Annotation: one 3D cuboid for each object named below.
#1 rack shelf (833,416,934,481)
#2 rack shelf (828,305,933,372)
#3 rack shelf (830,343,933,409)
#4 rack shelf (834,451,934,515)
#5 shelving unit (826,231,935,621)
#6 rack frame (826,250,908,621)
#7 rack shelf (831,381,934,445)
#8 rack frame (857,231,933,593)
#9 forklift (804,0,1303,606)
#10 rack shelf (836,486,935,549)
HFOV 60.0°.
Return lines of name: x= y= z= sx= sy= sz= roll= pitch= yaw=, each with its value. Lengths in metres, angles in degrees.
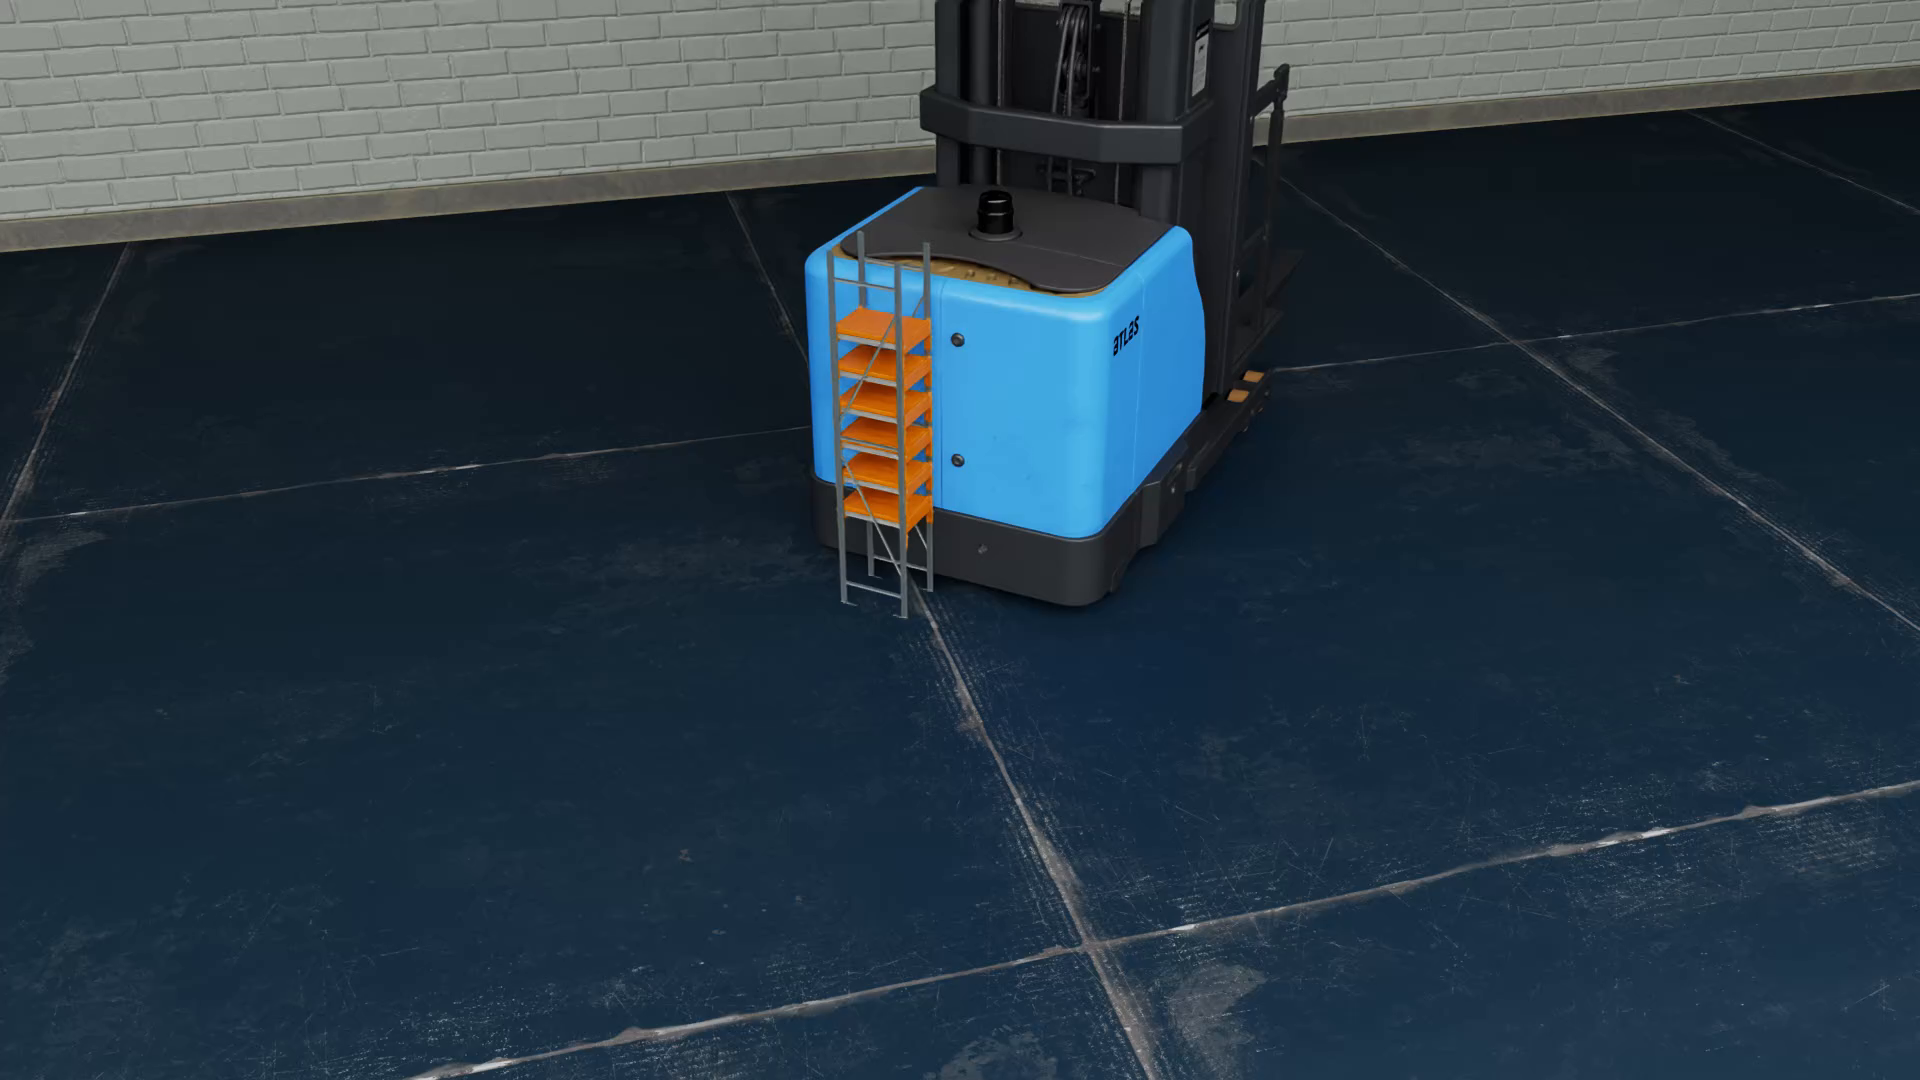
rack shelf: x=-0.236 y=-0.292 z=5.146 sx=0.258 sy=0.103 sz=0.180 roll=14 pitch=33 yaw=22
rack shelf: x=-0.236 y=-0.604 z=4.965 sx=0.258 sy=0.103 sz=0.180 roll=14 pitch=33 yaw=22
rack shelf: x=-0.236 y=-0.500 z=5.026 sx=0.258 sy=0.103 sz=0.180 roll=14 pitch=33 yaw=22
rack shelf: x=-0.236 y=-0.188 z=5.206 sx=0.258 sy=0.103 sz=0.180 roll=14 pitch=33 yaw=22
shelving unit: x=-0.236 y=-0.331 z=5.124 sx=0.258 sy=1.200 sz=0.189 roll=14 pitch=33 yaw=22
rack frame: x=-0.276 y=-0.289 z=5.052 sx=0.240 sy=1.200 sz=0.006 roll=14 pitch=33 yaw=22
rack shelf: x=-0.236 y=-0.396 z=5.086 sx=0.258 sy=0.103 sz=0.180 roll=14 pitch=33 yaw=22
rack frame: x=-0.196 y=-0.372 z=5.195 sx=0.240 sy=1.200 sz=0.006 roll=14 pitch=33 yaw=22
forklift: x=0.596 y=-1.775 z=5.892 sx=1.130 sy=2.935 sz=3.031 roll=14 pitch=33 yaw=22
rack shelf: x=-0.236 y=-0.084 z=5.266 sx=0.258 sy=0.103 sz=0.180 roll=14 pitch=33 yaw=22
